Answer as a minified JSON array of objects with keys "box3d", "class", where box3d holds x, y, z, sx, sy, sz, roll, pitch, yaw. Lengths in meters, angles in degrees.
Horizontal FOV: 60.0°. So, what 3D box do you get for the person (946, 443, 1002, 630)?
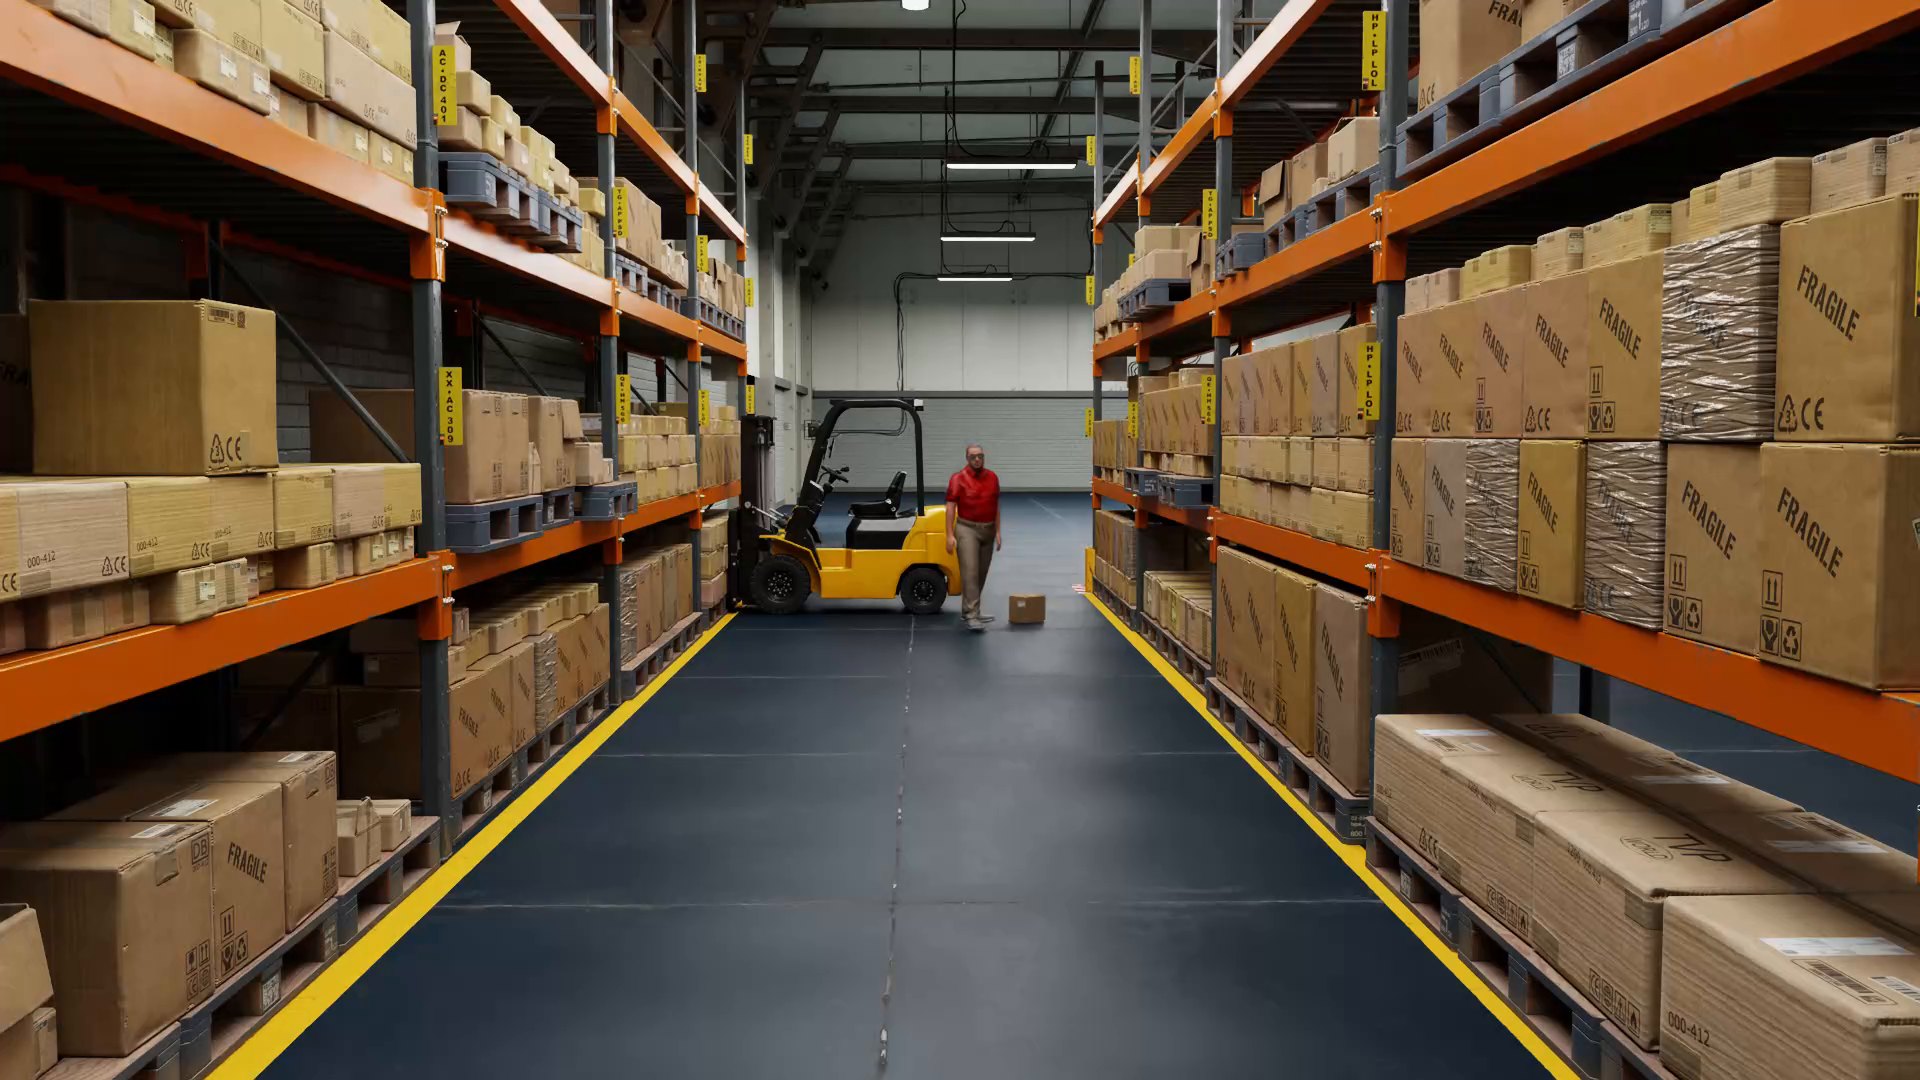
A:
[{"box3d":[0.145,-0.042,15.484,0.604,1.715,0.633,-3,5,-37],"class":"person"}]
